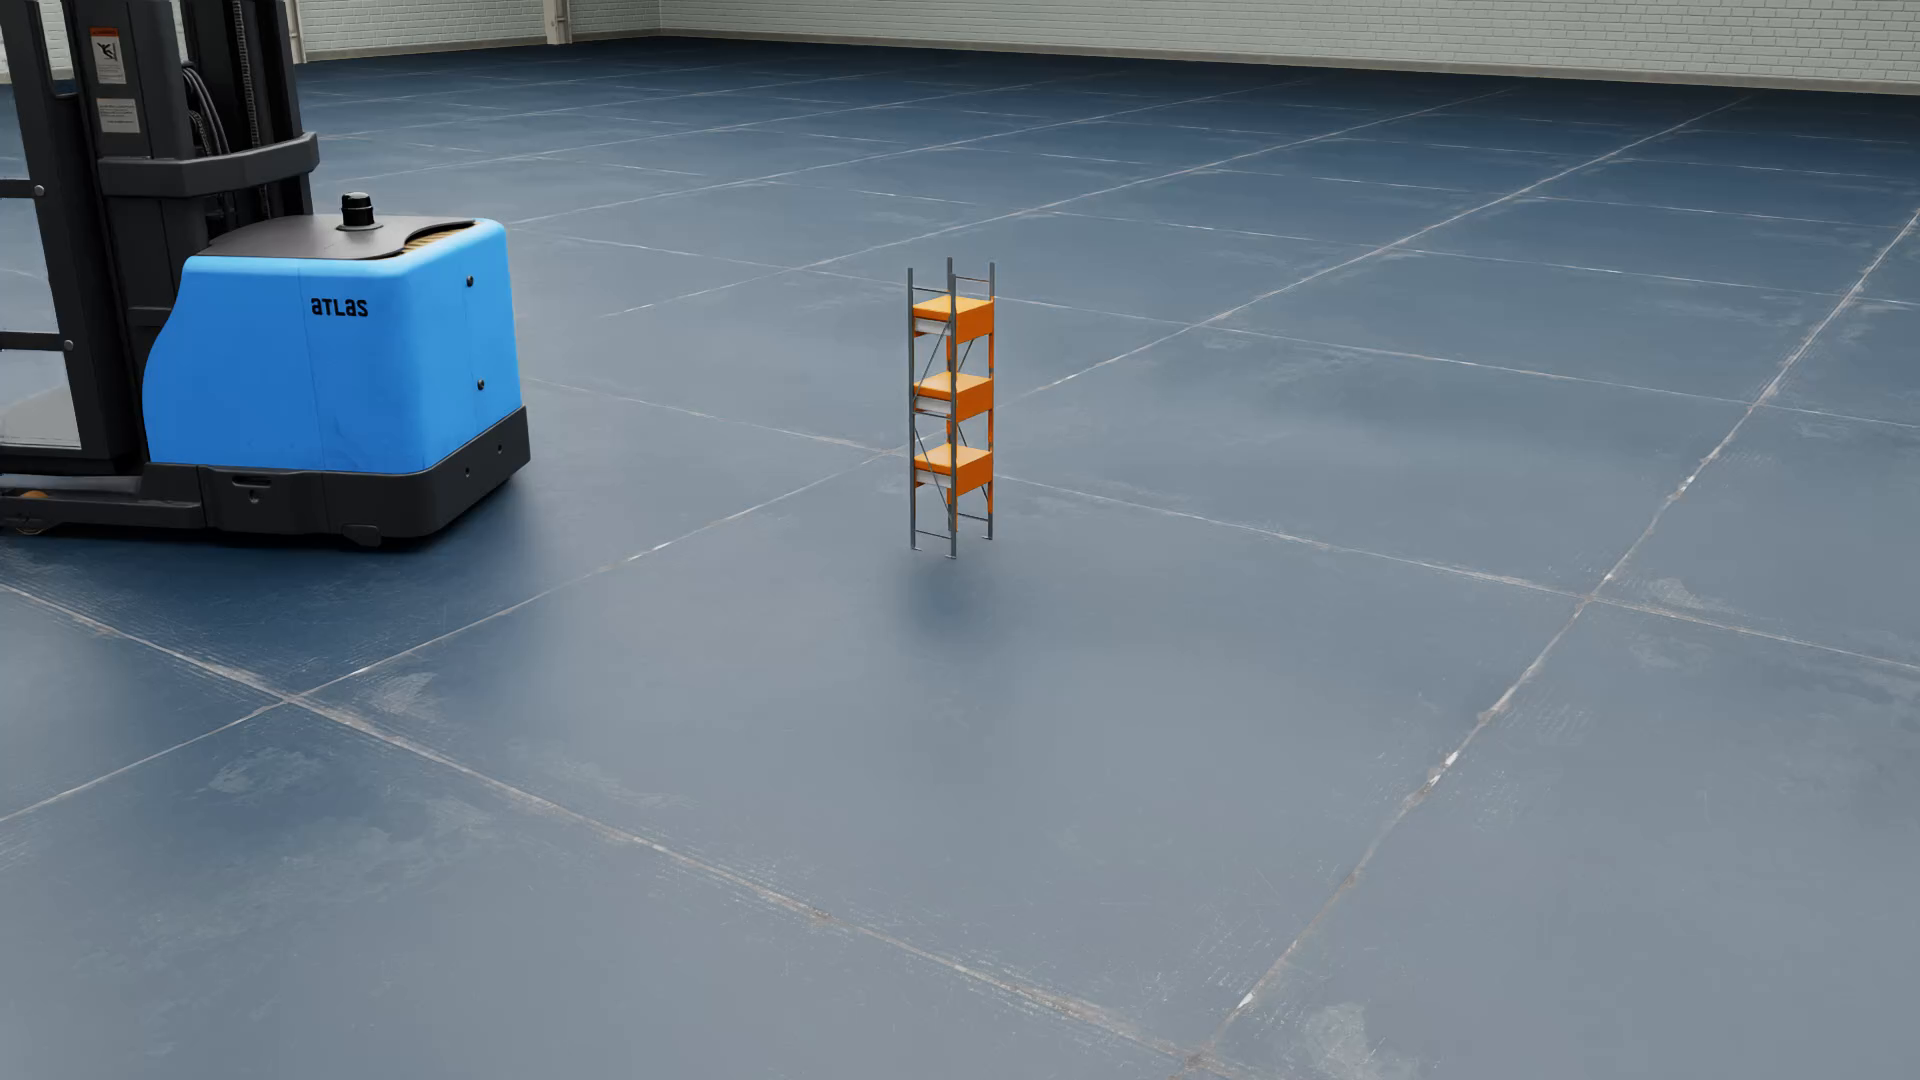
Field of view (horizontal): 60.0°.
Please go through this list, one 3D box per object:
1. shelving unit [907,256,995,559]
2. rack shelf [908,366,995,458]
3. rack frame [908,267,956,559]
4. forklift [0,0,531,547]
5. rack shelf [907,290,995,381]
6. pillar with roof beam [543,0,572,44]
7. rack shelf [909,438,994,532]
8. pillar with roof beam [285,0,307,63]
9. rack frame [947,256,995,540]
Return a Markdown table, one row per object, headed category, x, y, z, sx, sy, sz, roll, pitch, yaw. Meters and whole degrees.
| category | x | y | z | sx | sy | sz | roll | pitch | yaw |
| --- | --- | --- | --- | --- | --- | --- | --- | --- | --- |
| shelving unit | -0.030 | -0.477 | 6.041 | 0.215 | 1.050 | 0.252 | 13 | 24 | 32 |
| rack shelf | -0.030 | -0.467 | 6.045 | 0.215 | 0.259 | 0.240 | 13 | 24 | 32 |
| rack frame | -0.099 | -0.442 | 5.947 | 0.200 | 1.050 | 0.008 | 13 | 24 | 32 |
| forklift | -3.359 | -1.569 | 6.282 | 3.031 | 2.935 | 1.130 | 3 | 21 | 8 |
| rack shelf | -0.030 | -0.733 | 5.947 | 0.215 | 0.259 | 0.240 | 13 | 24 | 32 |
| pillar with roof beam | -4.268 | -13.085 | 28.667 | 9.100 | 9.000 | 0.400 | 13 | 24 | 32 |
| rack shelf | -0.030 | -0.206 | 6.141 | 0.215 | 0.259 | 0.240 | 13 | 24 | 32 |
| pillar with roof beam | -7.641 | -11.363 | 24.013 | 9.100 | 9.000 | 0.400 | 13 | 24 | 32 |
| rack frame | 0.038 | -0.512 | 6.136 | 0.200 | 1.050 | 0.008 | 13 | 24 | 32 |
